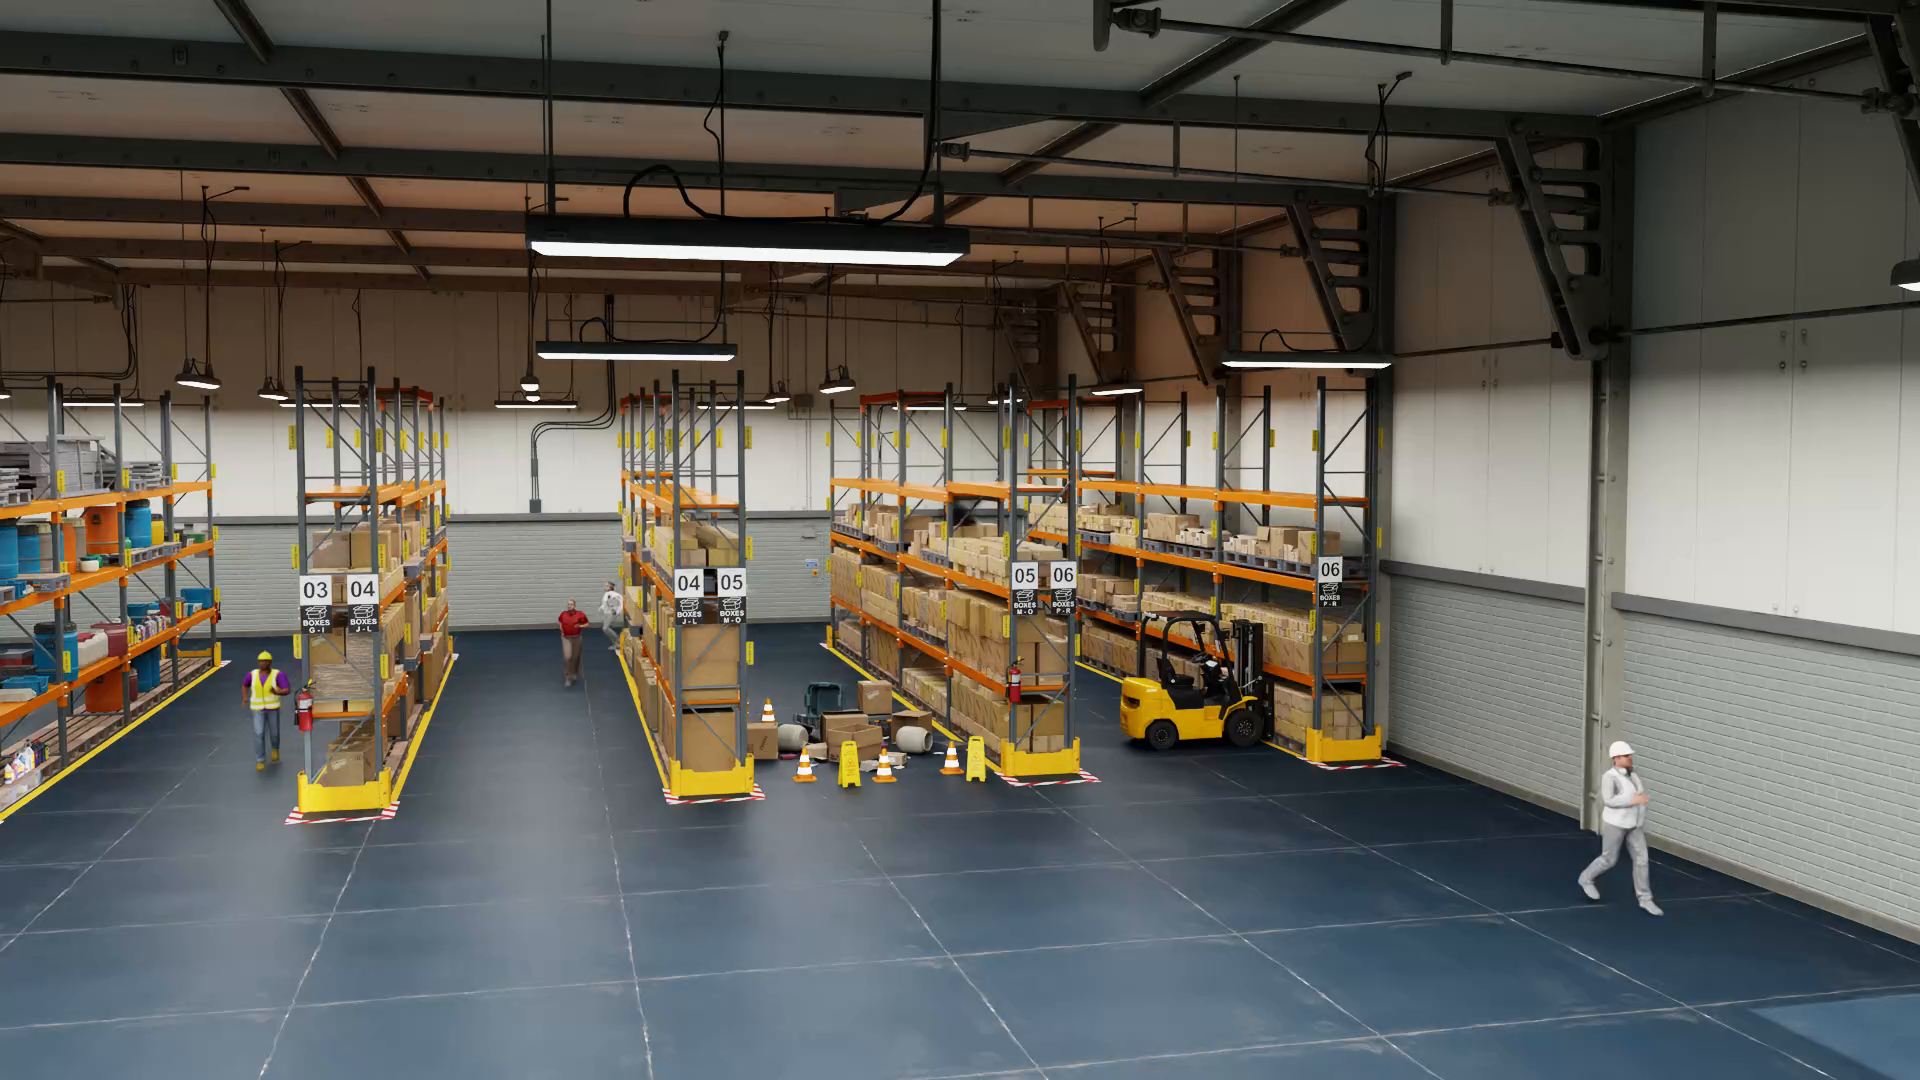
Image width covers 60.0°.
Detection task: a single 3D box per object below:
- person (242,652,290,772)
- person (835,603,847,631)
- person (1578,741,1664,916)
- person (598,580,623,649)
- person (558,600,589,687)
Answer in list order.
[{"bbox_3d":[-10.576,2.578,25.339,0.700,1.754,0.972,-1,4,-18],"label":"person"},{"bbox_3d":[-2.901,1.674,41.744,0.628,1.704,0.750,0,3,-6],"label":"person"},{"bbox_3d":[7.062,3.032,17.723,0.650,1.772,0.952,-2,4,-30],"label":"person"},{"bbox_3d":[-8.396,1.795,39.827,0.510,1.665,0.685,-3,5,-42],"label":"person"},{"bbox_3d":[-7.942,2.115,34.203,0.630,1.799,0.814,-1,3,-11],"label":"person"}]
